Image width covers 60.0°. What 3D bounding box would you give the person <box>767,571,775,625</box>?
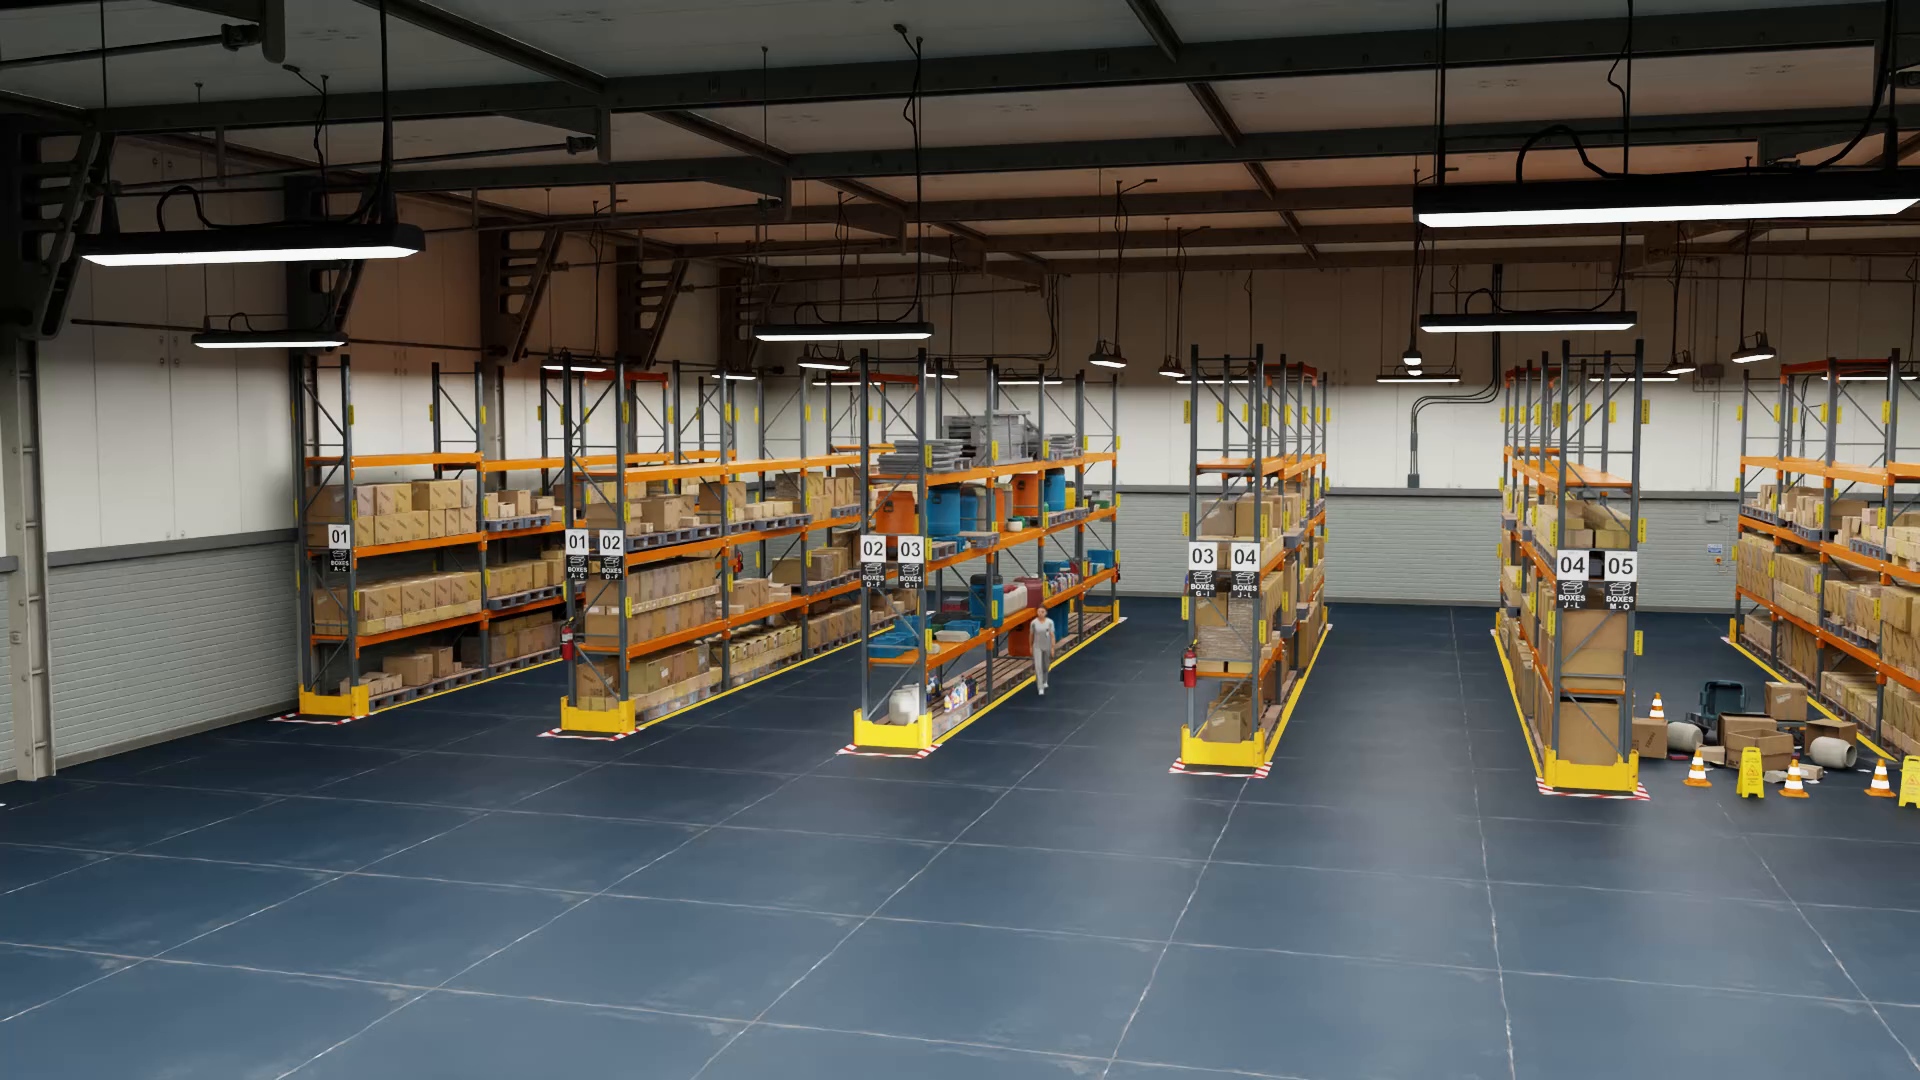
[{"bbox_3d":[-4.163,1.274,38.052,0.612,1.707,1.078,1,4,13],"label":"person"}]

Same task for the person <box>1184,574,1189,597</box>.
[{"bbox_3d":[5.414,1.304,38.401,0.474,1.595,1.045,1,4,15],"label":"person"}]

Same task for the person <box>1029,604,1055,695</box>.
[{"bbox_3d":[1.480,1.940,29.847,0.452,1.596,1.127,0,4,-5],"label":"person"}]
